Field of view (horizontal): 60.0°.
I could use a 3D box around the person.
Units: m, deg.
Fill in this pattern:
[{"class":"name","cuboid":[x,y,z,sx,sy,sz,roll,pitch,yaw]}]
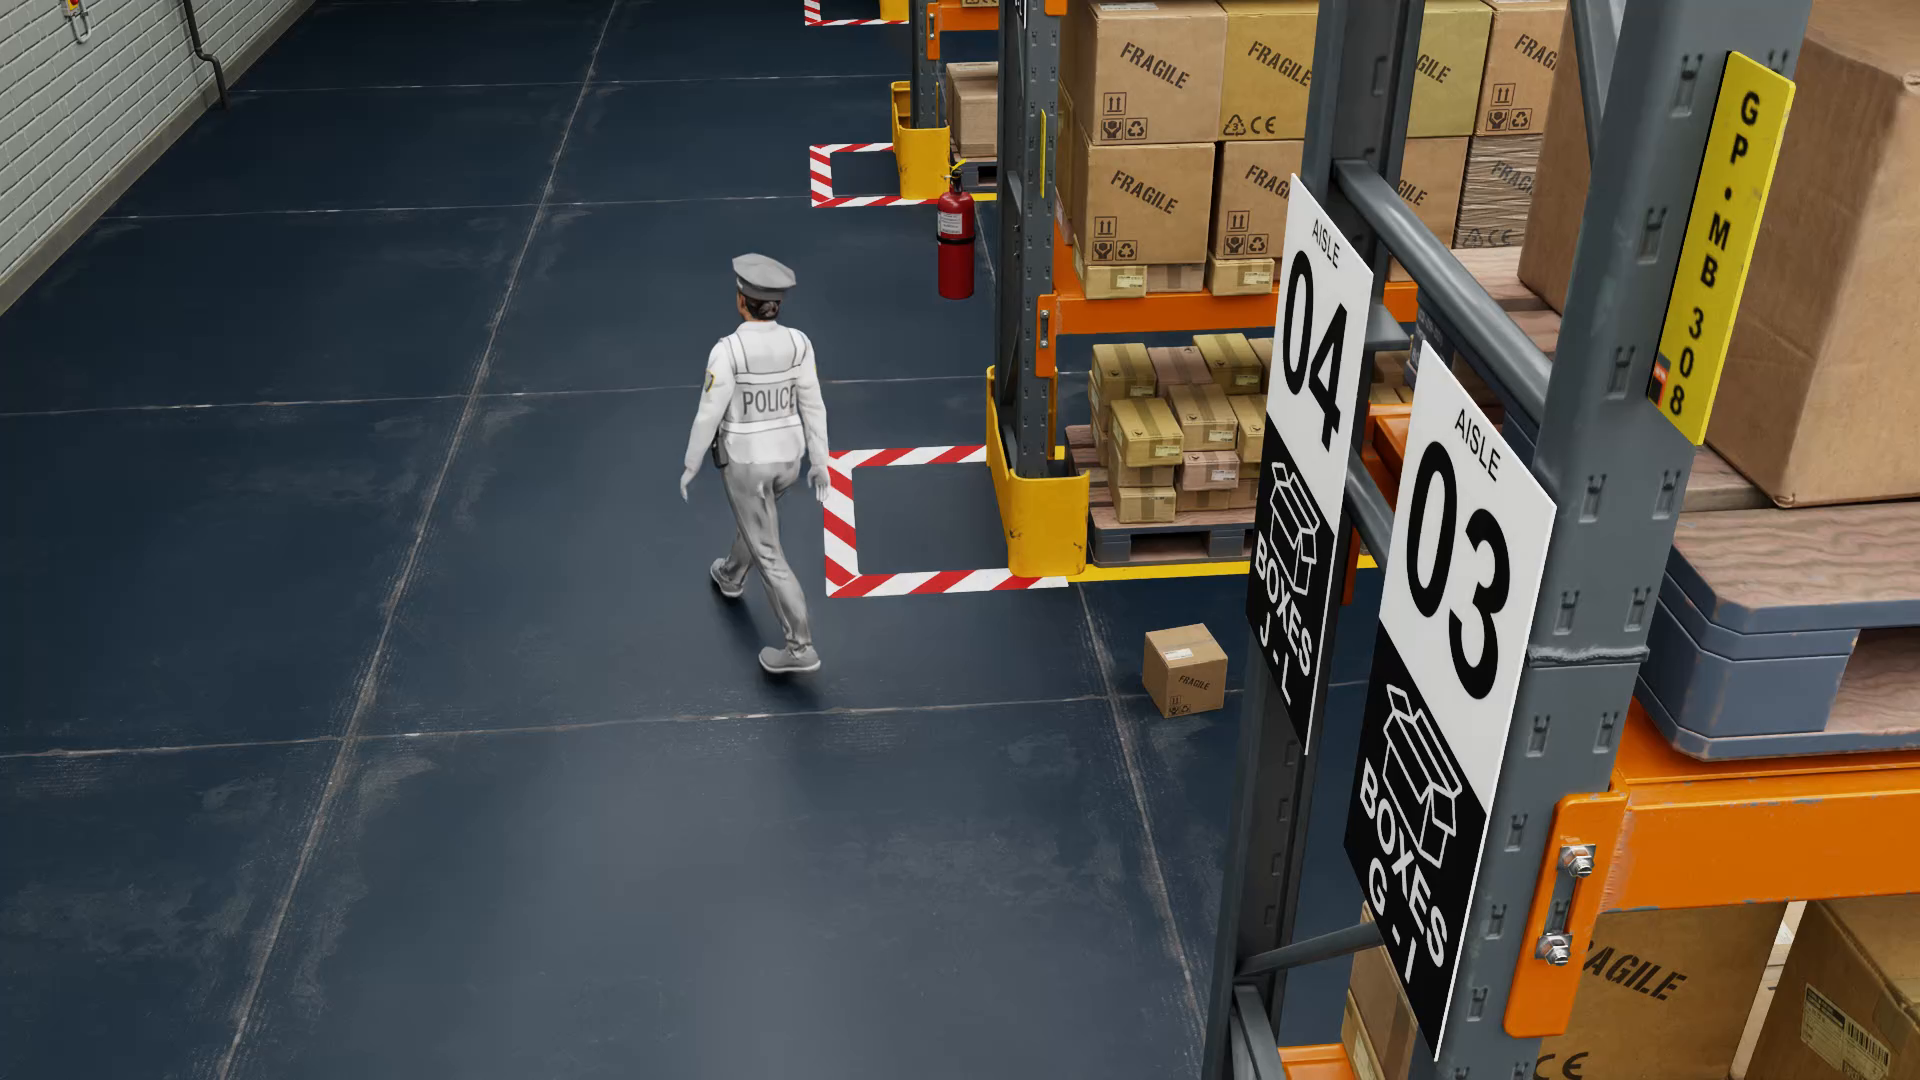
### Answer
[{"class":"person","cuboid":[-0.846,-0.324,6.671,0.977,1.601,0.548,27,40,37]}]
